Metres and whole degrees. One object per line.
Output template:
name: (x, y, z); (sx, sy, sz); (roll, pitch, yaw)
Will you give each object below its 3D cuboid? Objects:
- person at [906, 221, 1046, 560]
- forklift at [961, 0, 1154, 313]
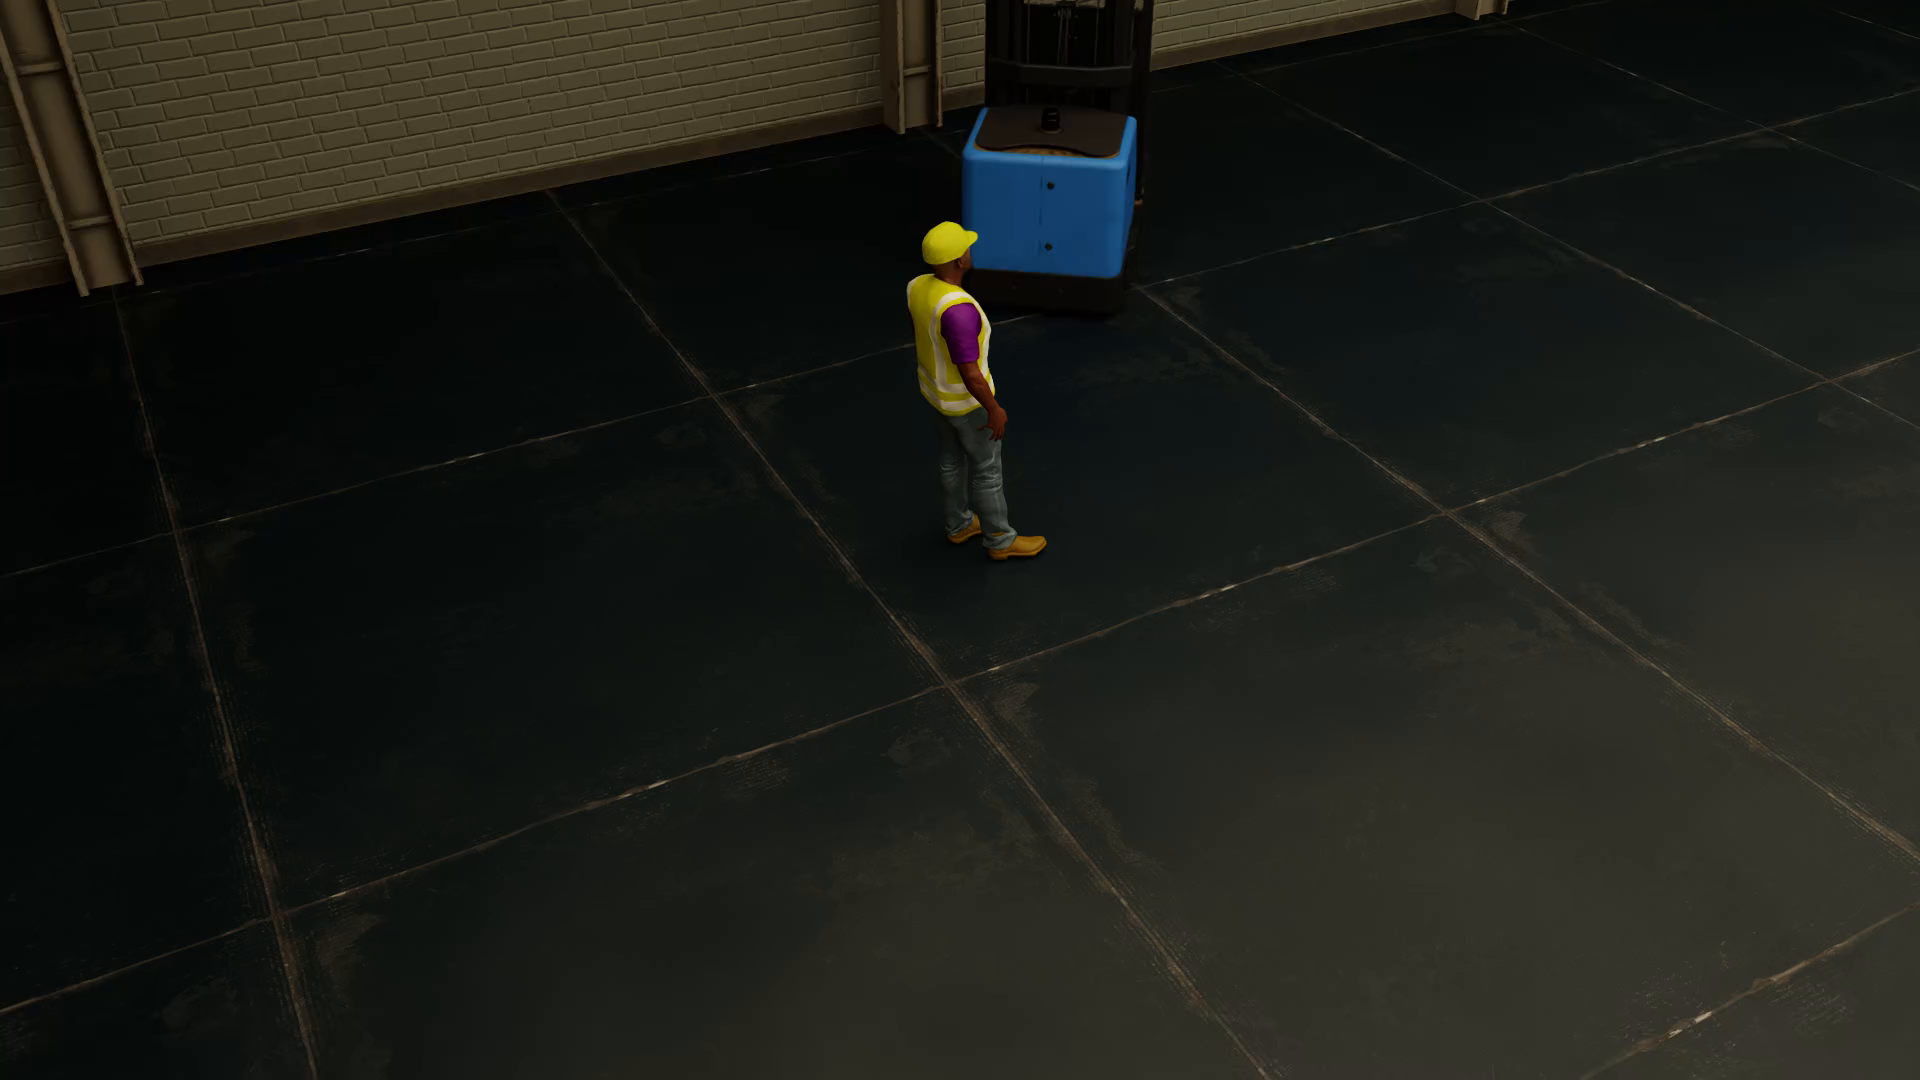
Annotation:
person: (0.065, -0.743, 8.171); (0.575, 1.768, 0.665); (-17, 39, -23)
forklift: (0.751, -3.487, 11.056); (1.130, 2.935, 3.031); (6, 36, 8)
